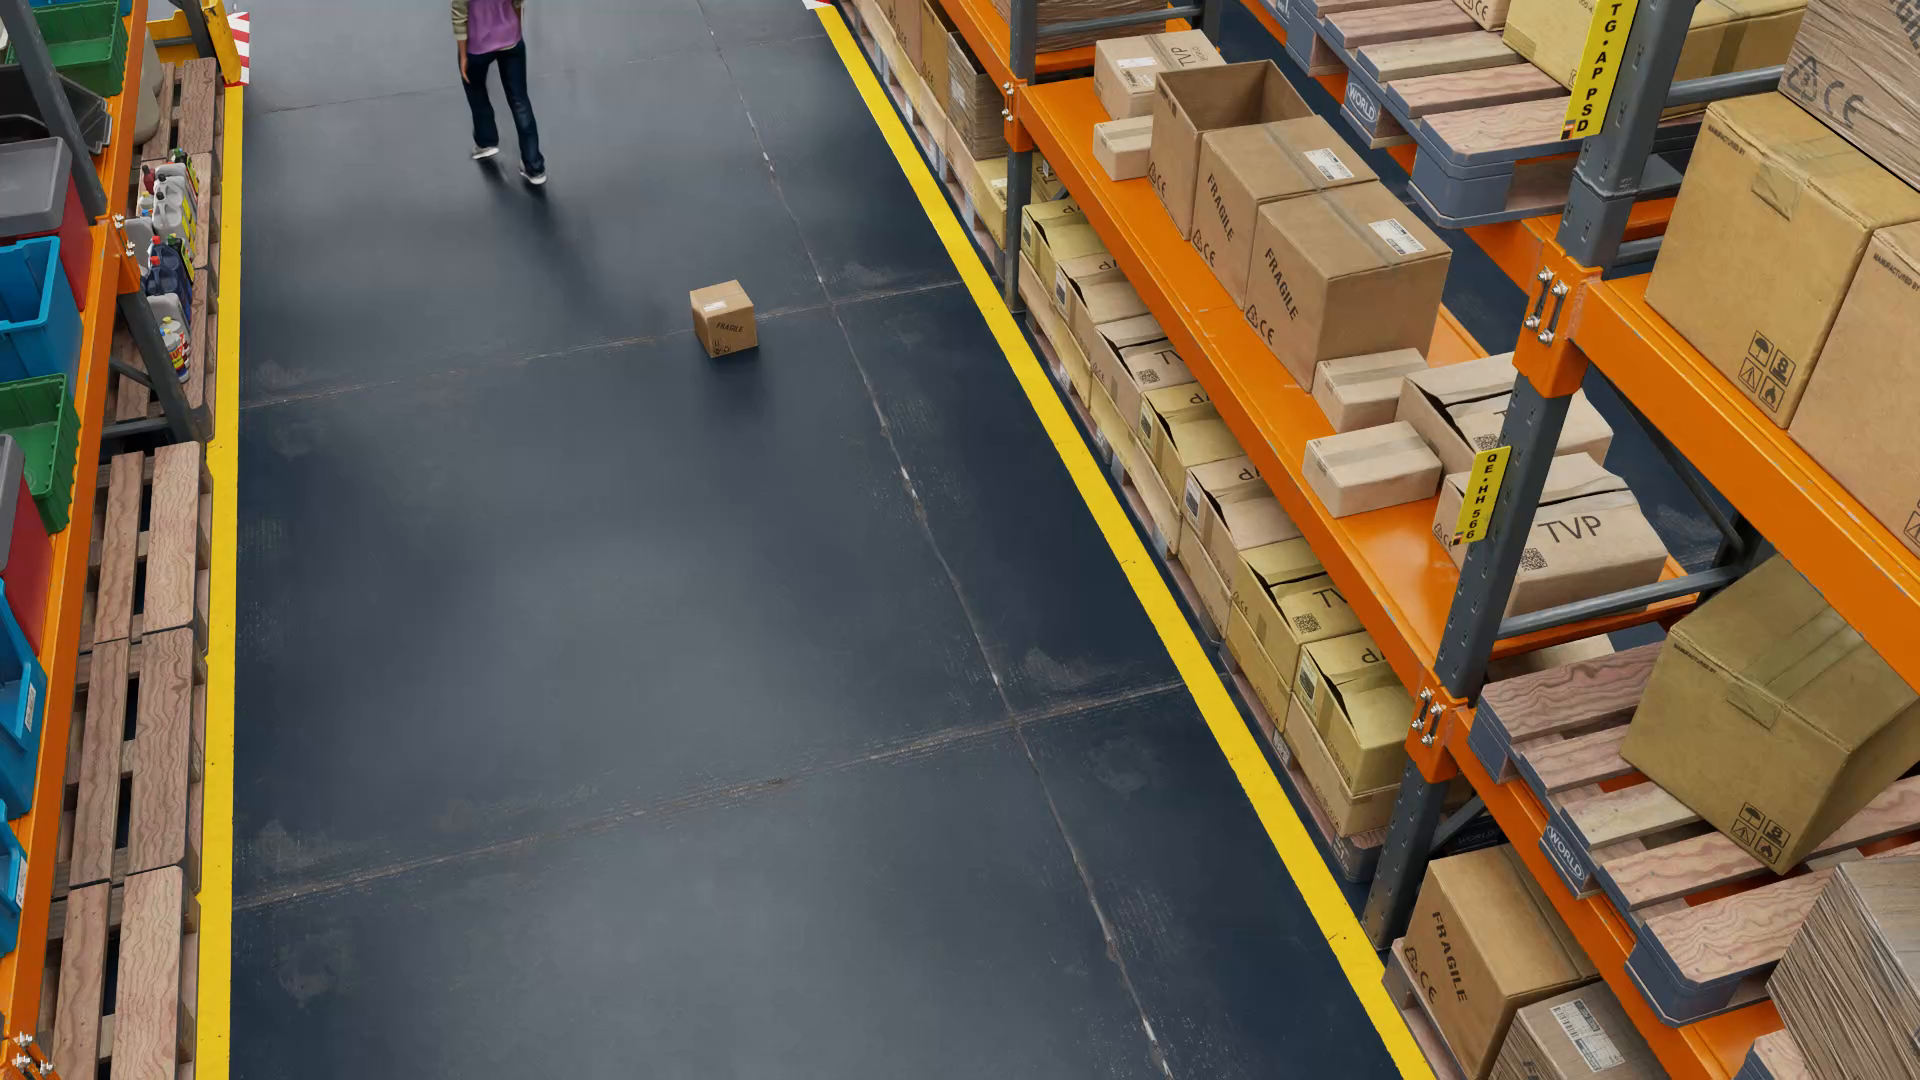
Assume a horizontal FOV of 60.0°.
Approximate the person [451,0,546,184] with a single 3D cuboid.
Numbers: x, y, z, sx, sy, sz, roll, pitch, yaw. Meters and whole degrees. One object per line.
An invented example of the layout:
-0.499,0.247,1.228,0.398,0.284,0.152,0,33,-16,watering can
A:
-2.583,-2.727,9.130,0.451,1.607,0.680,-23,47,-23,person
